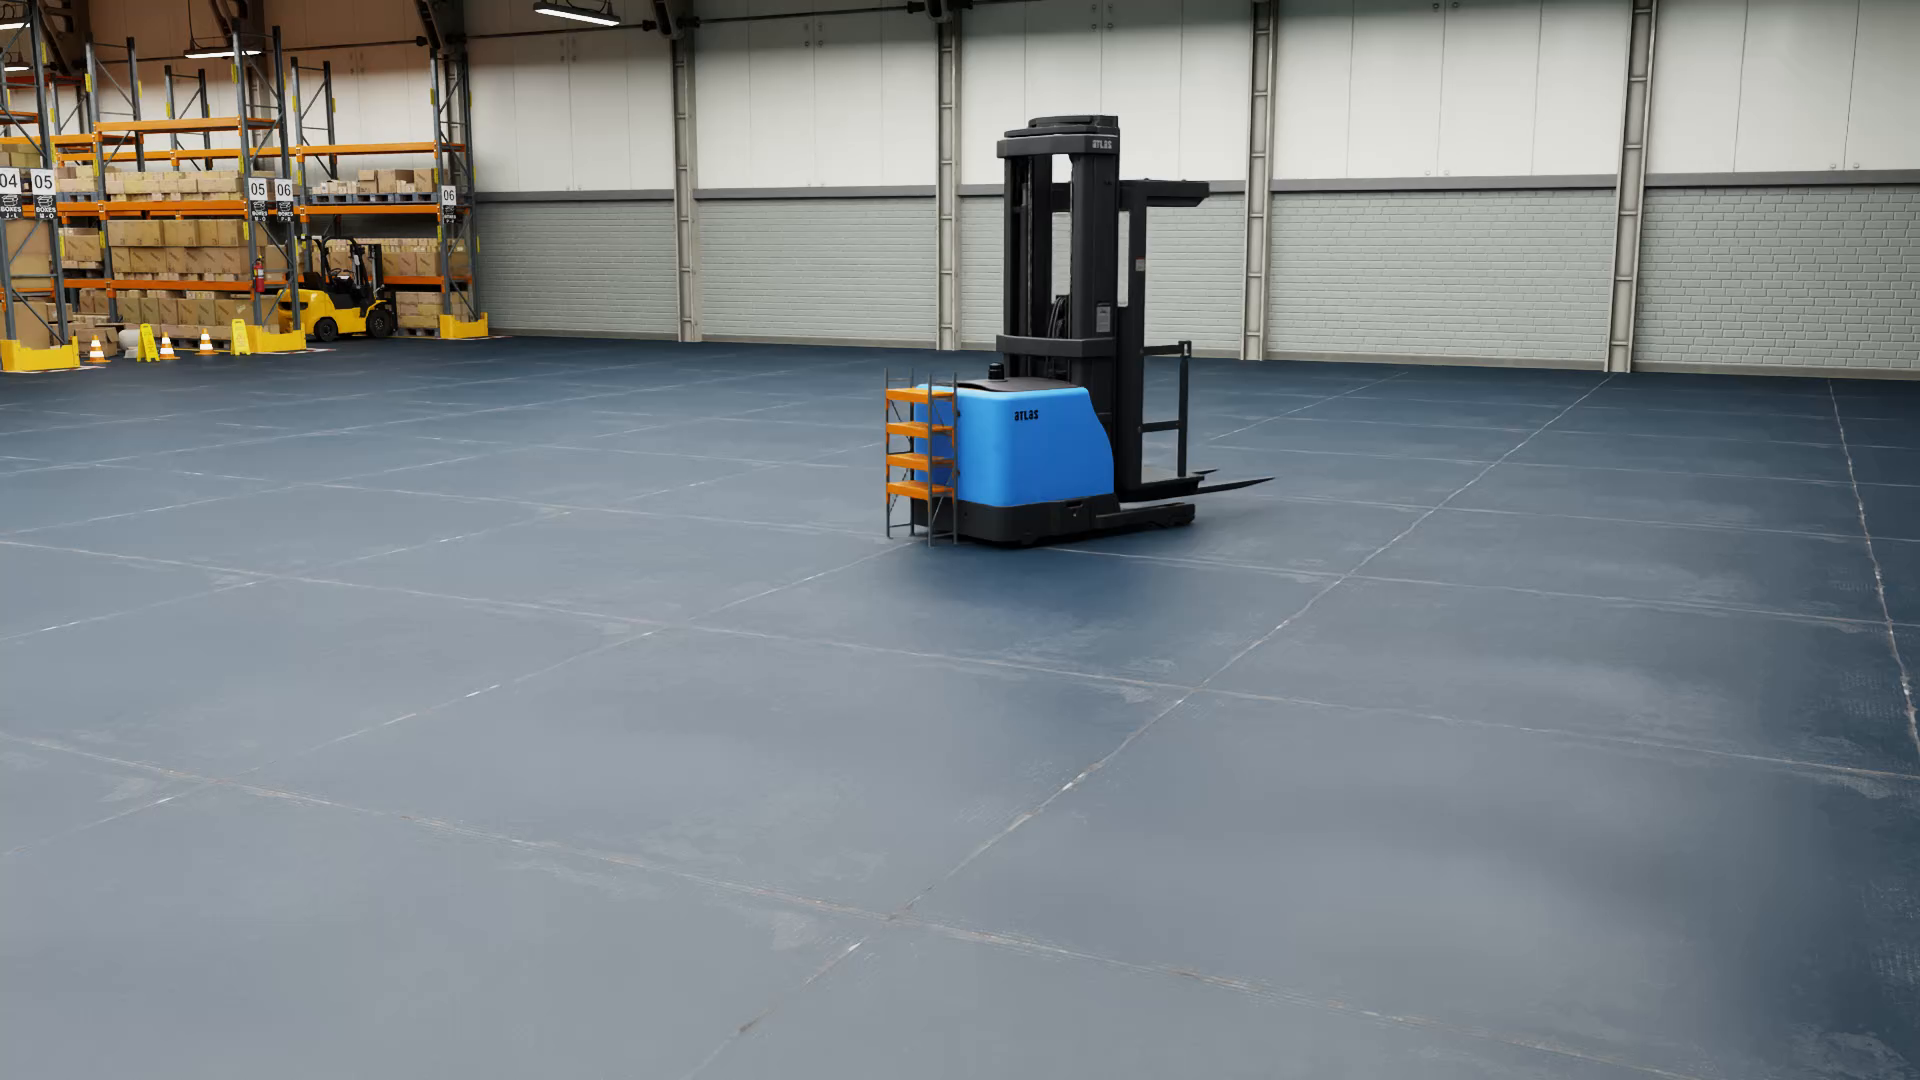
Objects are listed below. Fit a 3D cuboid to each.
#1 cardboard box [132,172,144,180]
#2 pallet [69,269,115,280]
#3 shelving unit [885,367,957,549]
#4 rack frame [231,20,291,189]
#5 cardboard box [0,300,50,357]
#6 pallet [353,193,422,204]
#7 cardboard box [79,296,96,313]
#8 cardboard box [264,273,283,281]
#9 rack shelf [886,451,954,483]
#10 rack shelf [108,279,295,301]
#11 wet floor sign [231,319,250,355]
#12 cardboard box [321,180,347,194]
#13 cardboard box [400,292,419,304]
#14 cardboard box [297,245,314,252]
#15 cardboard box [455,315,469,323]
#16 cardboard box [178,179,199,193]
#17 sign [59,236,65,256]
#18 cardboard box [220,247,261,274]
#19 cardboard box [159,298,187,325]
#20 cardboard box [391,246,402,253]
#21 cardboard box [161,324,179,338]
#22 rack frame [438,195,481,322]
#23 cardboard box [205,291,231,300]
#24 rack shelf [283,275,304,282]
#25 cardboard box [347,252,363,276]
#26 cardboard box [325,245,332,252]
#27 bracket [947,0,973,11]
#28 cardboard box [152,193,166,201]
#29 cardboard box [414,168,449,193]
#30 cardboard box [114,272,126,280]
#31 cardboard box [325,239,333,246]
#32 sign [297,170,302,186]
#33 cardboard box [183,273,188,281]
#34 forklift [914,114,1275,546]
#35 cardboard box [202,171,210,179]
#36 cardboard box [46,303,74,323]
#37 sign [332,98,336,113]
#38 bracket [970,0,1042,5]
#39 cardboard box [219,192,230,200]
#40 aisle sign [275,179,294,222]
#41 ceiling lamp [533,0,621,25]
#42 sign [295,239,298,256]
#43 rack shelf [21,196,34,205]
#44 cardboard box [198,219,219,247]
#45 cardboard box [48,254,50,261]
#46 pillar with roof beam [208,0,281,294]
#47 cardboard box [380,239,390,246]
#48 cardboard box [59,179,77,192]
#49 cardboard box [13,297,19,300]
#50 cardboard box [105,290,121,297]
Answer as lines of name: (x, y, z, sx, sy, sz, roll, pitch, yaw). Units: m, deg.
cardboard box: (-15.686, -6.998, 32.019, 0.250, 0.149, 0.380, 5, 11, 25)
pallet: (-17.148, -5.383, 33.587, 1.213, 0.211, 1.003, 5, 11, 26)
shelving unit: (-0.271, -0.577, 11.549, 0.258, 1.200, 0.503, -8, 13, -38)
rack frame: (-12.940, -8.030, 30.833, 0.127, 3.000, 1.000, 5, 11, 26)
cardboard box: (-15.677, -3.484, 27.344, 0.875, 0.875, 0.875, 5, 11, 26)
pallet: (-12.467, -7.460, 36.350, 1.213, 0.211, 1.003, 5, 11, 26)
cardboard box: (-21.174, -5.720, 40.750, 0.500, 0.500, 0.500, 6, 12, 28)
cardboard box: (-13.153, -5.015, 31.720, 0.250, 0.149, 0.380, 5, 11, 26)
rack shelf: (-0.271, -0.511, 11.561, 0.258, 0.148, 0.480, -8, 13, -38)
rack shelf: (-14.733, -4.882, 32.302, 4.000, 0.370, 1.077, 5, 11, 26)
wet floor sign: (-13.243, -3.734, 30.550, 0.267, 0.644, 0.232, -10, 14, -43)
cardboard box: (-13.696, -7.770, 36.608, 0.500, 0.311, 0.500, 5, 12, 27)
cardboard box: (-11.758, -5.243, 36.010, 0.500, 0.250, 0.500, 5, 12, 27)
cardboard box: (-14.738, -6.546, 37.376, 0.250, 0.149, 0.380, 5, 12, 28)
cardboard box: (-11.101, -4.795, 36.343, 0.500, 0.250, 0.500, 5, 11, 26)
cardboard box: (-14.436, -6.704, 31.513, 0.500, 0.250, 0.500, 5, 12, 27)
sign: (-14.788, -4.833, 27.358, 0.005, 0.325, 0.100, 5, 11, 26)
cardboard box: (-13.548, -5.273, 31.325, 0.500, 0.500, 0.500, 5, 11, 25)
cardboard box: (-15.168, -4.445, 32.304, 0.500, 0.500, 0.500, 6, 12, 29)
cardboard box: (-12.107, -6.303, 36.030, 0.250, 0.149, 0.380, 5, 11, 24)
cardboard box: (-15.156, -4.076, 32.370, 0.500, 0.250, 0.500, 5, 11, 25)
rack frame: (-10.747, -5.871, 35.749, 0.127, 3.000, 1.000, 5, 11, 26)
cardboard box: (-14.132, -4.660, 31.669, 0.250, 0.149, 0.380, 5, 12, 27)
rack shelf: (-16.127, -5.990, 38.425, 4.000, 0.370, 1.077, 5, 11, 26)
cardboard box: (-13.122, -6.081, 36.626, 0.500, 0.500, 0.500, 5, 11, 25)
cardboard box: (-13.931, -6.468, 36.941, 0.250, 0.149, 0.380, 5, 12, 27)
bracket: (0.004, -9.758, 30.274, 0.430, 0.232, 0.235, 5, 11, 26)
cardboard box: (-15.238, -6.567, 31.873, 0.250, 0.149, 0.380, 5, 11, 25)
cardboard box: (-11.251, -7.648, 35.404, 0.500, 0.500, 0.500, 5, 12, 28)
cardboard box: (-16.386, -5.194, 32.711, 0.250, 0.149, 0.380, 5, 11, 26)
cardboard box: (-13.897, -6.625, 36.978, 0.250, 0.149, 0.380, 5, 11, 27)
sign: (-14.565, -7.984, 36.666, 0.005, 0.325, 0.100, 5, 11, 26)
cardboard box: (-14.732, -5.074, 32.046, 0.250, 0.149, 0.380, 5, 11, 26)
forklift: (1.121, -1.593, 12.304, 3.031, 2.935, 1.130, -8, 13, -38)
cardboard box: (-14.030, -6.874, 31.335, 0.250, 0.149, 0.380, 5, 11, 26)
cardboard box: (-17.287, -4.249, 31.680, 0.500, 0.500, 0.500, 5, 11, 26)
sign: (-14.066, -9.763, 37.338, 0.005, 0.325, 0.100, 5, 11, 26)
bracket: (2.330, -9.554, 29.144, 4.783, 0.066, 0.076, 5, 11, 26)
cardboard box: (-13.621, -6.429, 31.110, 0.250, 0.149, 0.380, 5, 11, 26)
aisle sign: (-12.747, -6.402, 31.382, 0.004, 0.787, 0.394, 5, 11, 26)
ceiling lamp: (-6.370, -10.547, 28.347, 0.800, 3.185, 2.000, 5, 11, 26)
sign: (-12.700, -5.591, 31.769, 0.005, 0.325, 0.100, 5, 11, 26)
rack shelf: (-16.833, -5.559, 27.623, 4.000, 0.370, 1.077, 5, 11, 26)
cardboard box: (-13.945, -5.812, 31.499, 0.500, 0.500, 0.700, 5, 11, 26)
cardboard box: (-18.418, -5.917, 33.707, 0.500, 0.500, 0.500, 5, 11, 24)
pillar with roof beam: (-18.258, -8.807, 35.126, 0.548, 9.000, 9.100, 5, 11, 26)
cardboard box: (-12.350, -6.465, 36.093, 0.250, 0.149, 0.380, 5, 12, 27)
cardboard box: (-17.566, -7.066, 33.169, 0.500, 0.250, 0.500, 5, 11, 27)
cardboard box: (-20.697, -4.938, 35.376, 0.875, 0.875, 0.875, 5, 11, 25)
cardboard box: (-20.535, -5.995, 40.449, 0.250, 0.149, 0.380, 5, 11, 25)
